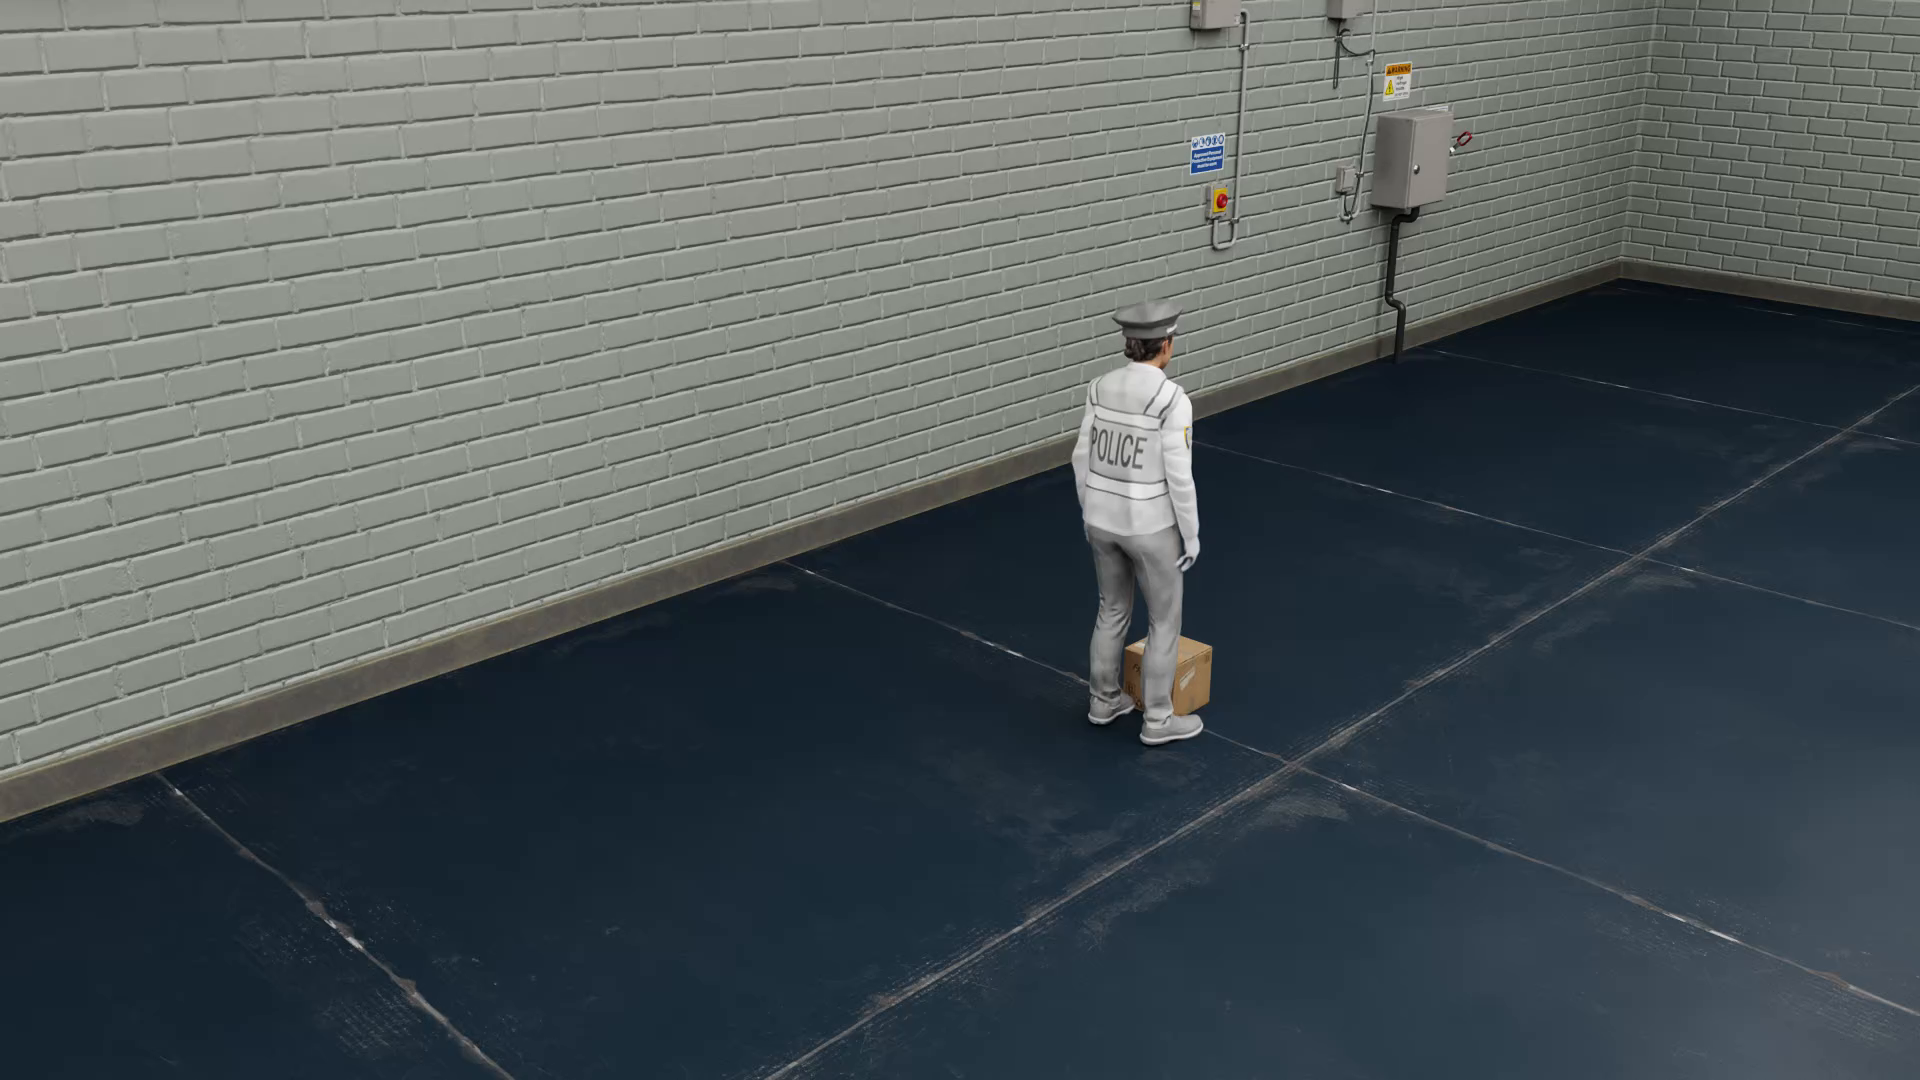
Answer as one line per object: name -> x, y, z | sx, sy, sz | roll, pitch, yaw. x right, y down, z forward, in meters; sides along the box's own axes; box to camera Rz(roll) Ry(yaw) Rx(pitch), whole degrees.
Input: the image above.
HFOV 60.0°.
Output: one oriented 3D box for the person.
person -> 0.662, -0.056, 6.223 | 0.526, 1.662, 0.374 | 18, 27, 39
